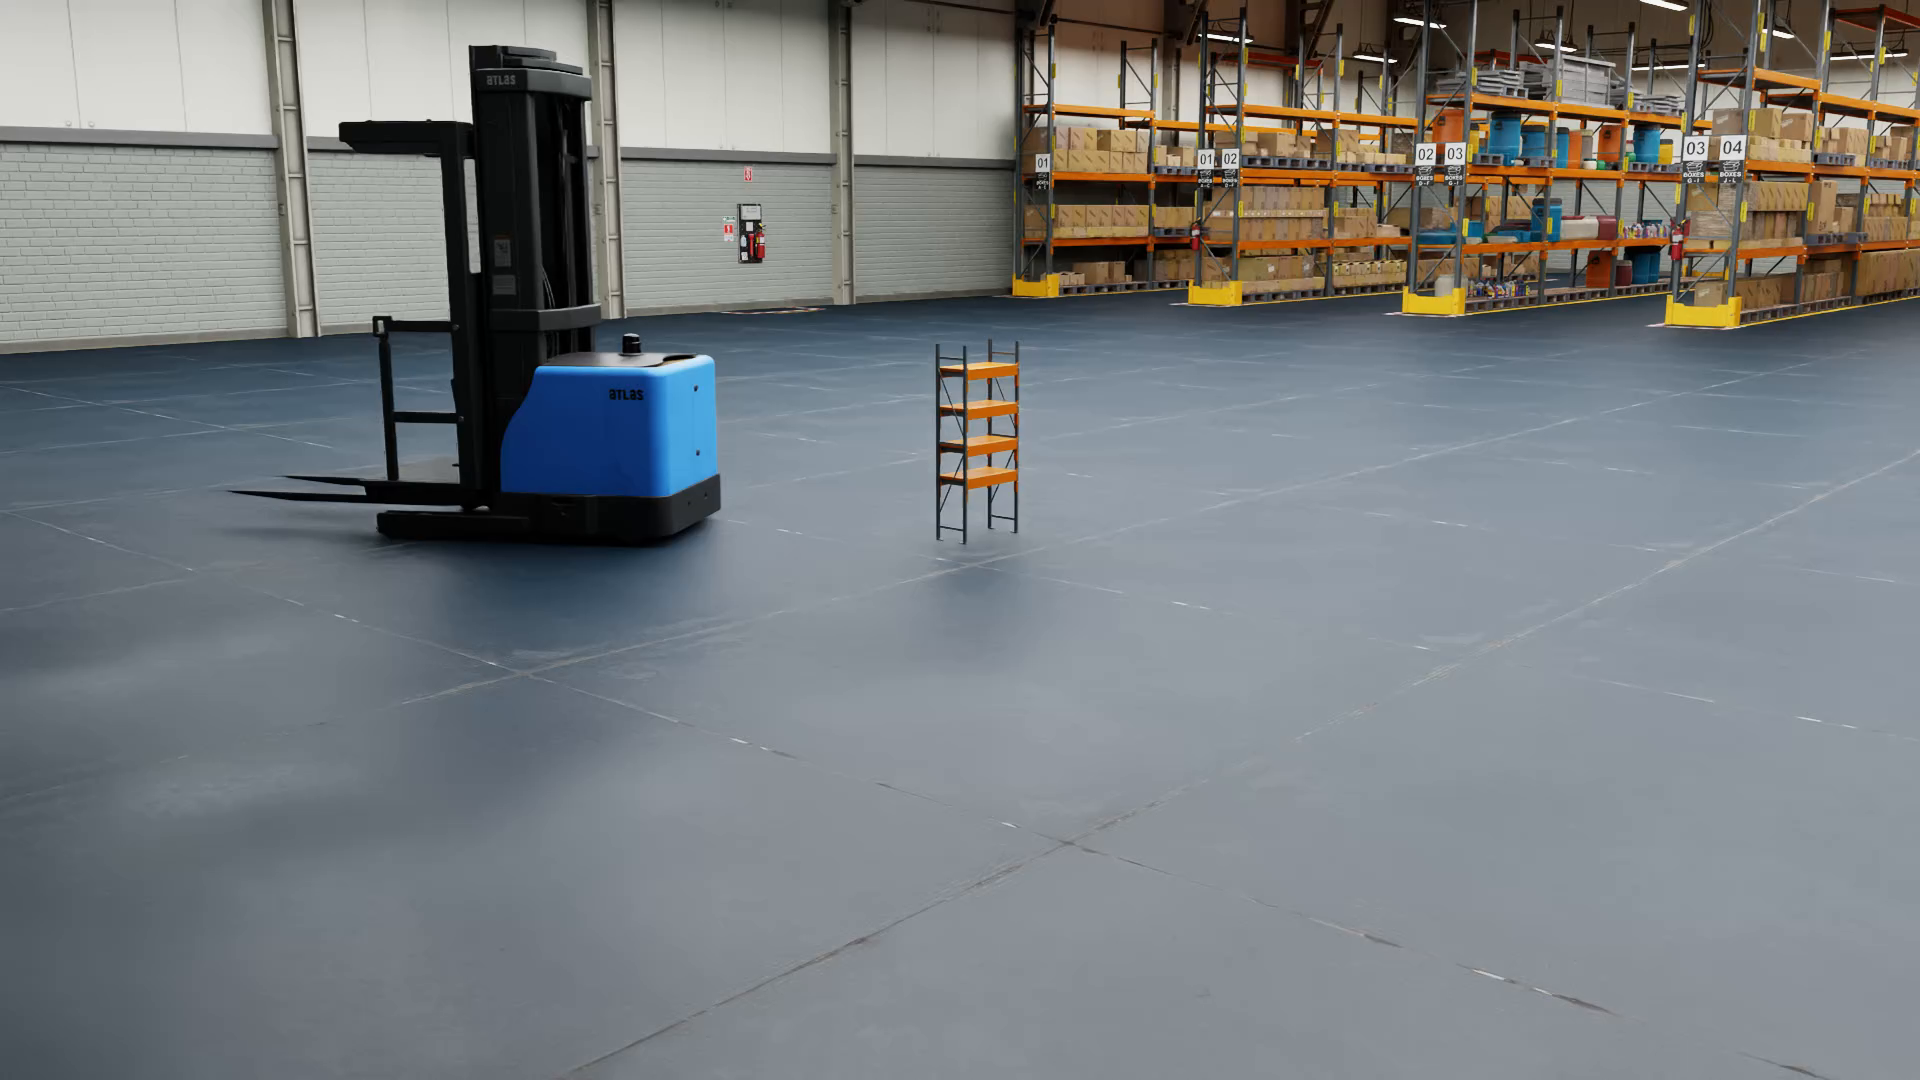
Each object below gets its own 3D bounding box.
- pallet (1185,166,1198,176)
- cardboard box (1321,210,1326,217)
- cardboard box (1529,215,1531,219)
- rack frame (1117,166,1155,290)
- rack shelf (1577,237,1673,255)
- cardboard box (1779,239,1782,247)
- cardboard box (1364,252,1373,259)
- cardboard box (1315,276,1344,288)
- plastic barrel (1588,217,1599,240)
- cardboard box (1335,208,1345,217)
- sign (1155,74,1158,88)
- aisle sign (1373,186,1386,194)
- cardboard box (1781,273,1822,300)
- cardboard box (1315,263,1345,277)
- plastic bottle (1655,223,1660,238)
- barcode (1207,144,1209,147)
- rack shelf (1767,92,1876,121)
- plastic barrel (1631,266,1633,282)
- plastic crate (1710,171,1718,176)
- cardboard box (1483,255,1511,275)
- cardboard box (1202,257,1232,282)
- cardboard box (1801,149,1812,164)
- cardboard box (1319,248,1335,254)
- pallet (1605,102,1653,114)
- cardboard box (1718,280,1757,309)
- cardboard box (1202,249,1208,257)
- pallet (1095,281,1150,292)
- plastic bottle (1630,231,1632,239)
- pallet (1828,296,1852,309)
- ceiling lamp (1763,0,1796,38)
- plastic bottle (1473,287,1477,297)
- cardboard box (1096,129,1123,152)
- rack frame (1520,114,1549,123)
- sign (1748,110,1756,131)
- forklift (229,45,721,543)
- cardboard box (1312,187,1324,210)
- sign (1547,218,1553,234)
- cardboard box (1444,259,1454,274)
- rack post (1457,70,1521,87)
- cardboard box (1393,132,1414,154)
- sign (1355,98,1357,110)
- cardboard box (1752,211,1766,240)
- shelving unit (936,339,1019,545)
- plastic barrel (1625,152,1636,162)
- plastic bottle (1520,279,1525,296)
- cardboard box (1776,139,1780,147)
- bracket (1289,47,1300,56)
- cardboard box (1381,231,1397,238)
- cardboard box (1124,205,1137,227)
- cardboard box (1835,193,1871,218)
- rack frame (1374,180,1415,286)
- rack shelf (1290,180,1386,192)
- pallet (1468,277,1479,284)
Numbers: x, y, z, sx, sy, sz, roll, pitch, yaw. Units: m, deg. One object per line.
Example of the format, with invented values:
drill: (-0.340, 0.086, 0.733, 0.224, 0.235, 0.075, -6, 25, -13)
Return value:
pallet: (5.507, -9.321, 42.039, 1.213, 0.211, 1.003, 10, 15, 40)
cardboard box: (8.042, -7.371, 37.547, 0.380, 0.149, 0.250, 10, 15, 40)
cardboard box: (15.551, -8.708, 45.898, 0.500, 0.500, 0.500, 10, 15, 41)
rack frame: (4.337, -7.712, 41.163, 1.000, 3.000, 0.127, 10, 15, 40)
rack shelf: (15.740, -6.961, 39.240, 1.077, 0.370, 4.000, 10, 15, 40)
cardboard box: (14.851, -5.462, 30.541, 0.380, 0.149, 0.250, 10, 15, 40)
cardboard box: (11.871, -8.341, 49.626, 0.700, 0.500, 0.500, 10, 15, 40)
cardboard box: (8.513, -5.957, 38.324, 0.500, 0.250, 0.500, 9, 15, 39)
plastic barrel: (13.901, -6.895, 36.789, 0.421, 0.512, 0.421, 0, 11, 0)
cardboard box: (10.474, -9.220, 47.950, 0.980, 0.700, 0.700, 9, 15, 39)
sign: (4.732, -11.078, 40.111, 0.100, 0.325, 0.005, 10, 15, 40)
aisle sign: (12.531, -10.724, 49.606, 0.394, 0.787, 0.004, 10, 15, 40)
cardboard box: (16.619, -5.018, 32.935, 0.700, 0.500, 0.500, 8, 14, 36)
cardboard box: (8.520, -6.233, 38.275, 0.500, 0.311, 0.500, 10, 15, 41)
plastic bottle: (16.577, -7.379, 39.622, 0.144, 0.351, 0.185, 10, 15, 40)
barcode: (5.257, -8.346, 35.196, 0.001, 0.075, 0.075, 10, 15, 40)
rack shelf: (16.820, -8.478, 32.539, 1.077, 0.370, 4.000, 10, 15, 40)
plastic barrel: (15.781, -6.340, 39.576, 0.421, 0.512, 0.421, 0, 11, 0)
plastic crate: (19.264, -9.381, 42.405, 0.450, 0.188, 0.336, 10, 15, 40)
cardboard box: (14.578, -7.517, 45.441, 0.797, 0.503, 0.637, 10, 15, 40)
cardboard box: (5.551, -5.826, 35.755, 0.500, 0.500, 0.500, 10, 15, 40)
cardboard box: (15.395, -7.087, 30.760, 0.500, 0.250, 0.500, 11, 15, 42)
cardboard box: (10.552, -8.310, 47.815, 0.380, 0.149, 0.250, 10, 15, 42)
pallet: (14.919, -9.775, 37.678, 1.213, 0.211, 1.003, 10, 15, 40)
cardboard box: (14.080, -4.454, 30.161, 0.500, 0.500, 0.500, -10, 15, -42)
cardboard box: (6.118, -7.469, 43.294, 0.500, 0.250, 0.500, 10, 15, 41)
pallet: (3.920, -6.241, 40.918, 1.003, 0.211, 1.213, 10, 15, 40)
plastic bottle: (15.438, -7.045, 38.332, 0.097, 0.201, 0.097, 0, 11, 0)
pallet: (17.623, -4.897, 34.188, 1.003, 0.211, 1.213, 10, 15, 40)
ceiling lamp: (18.611, -12.927, 37.057, 0.800, 3.185, 2.000, 10, 15, 40)
plastic bottle: (10.526, -5.082, 34.020, 0.097, 0.201, 0.097, 0, 11, 0)
cardboard box: (3.519, -9.463, 39.413, 0.500, 0.500, 0.500, 9, 14, 38)
rack frame: (15.982, -11.779, 46.211, 1.000, 3.000, 0.127, 10, 15, 40)
sign: (13.267, -7.031, 27.867, 0.100, 0.325, 0.005, 10, 15, 40)
forklift: (-3.129, -1.539, 10.435, 3.031, 2.935, 1.130, 2, 12, 11)
cardboard box: (7.772, -7.691, 37.491, 0.700, 0.500, 0.500, 10, 15, 41)
sign: (12.185, -6.494, 34.358, 0.100, 0.325, 0.005, 10, 15, 40)
cardboard box: (12.233, -6.909, 42.401, 0.500, 0.500, 0.500, 9, 14, 38)
rack post: (10.394, -9.036, 32.671, 0.937, 0.300, 0.954, 9, 15, 39)
cardboard box: (10.994, -9.734, 40.821, 0.500, 0.500, 0.500, 10, 15, 40)
sign: (11.846, -13.027, 49.671, 0.100, 0.325, 0.005, 10, 15, 40)
cardboard box: (13.845, -5.631, 29.732, 0.875, 0.500, 0.500, 10, 15, 40)
shelving unit: (0.109, -0.613, 10.216, 0.258, 1.200, 0.503, 10, 15, 40)
plastic barrel: (15.291, -8.746, 38.008, 0.294, 0.245, 0.294, 0, 11, 0)
plastic bottle: (11.570, -5.215, 34.305, 0.144, 0.351, 0.185, 9, 15, 39)
cardboard box: (14.392, -7.075, 29.683, 0.380, 0.149, 0.250, 9, 14, 38)
bracket: (9.423, -13.704, 46.656, 0.235, 0.232, 0.430, 10, 15, 40)
cardboard box: (10.315, -7.369, 40.089, 0.380, 0.149, 0.250, 10, 15, 40)
cardboard box: (3.932, -7.832, 40.182, 0.500, 0.500, 0.500, 10, 15, 40)
cardboard box: (18.635, -7.025, 34.910, 0.797, 0.503, 0.637, 10, 15, 42)
rack frame: (10.701, -7.660, 40.905, 1.000, 3.000, 0.127, 10, 15, 40)
rack shelf: (10.938, -10.301, 48.306, 1.077, 0.370, 4.000, 10, 15, 40)
pallet: (12.833, -6.757, 43.501, 1.003, 0.211, 1.213, 10, 15, 40)
